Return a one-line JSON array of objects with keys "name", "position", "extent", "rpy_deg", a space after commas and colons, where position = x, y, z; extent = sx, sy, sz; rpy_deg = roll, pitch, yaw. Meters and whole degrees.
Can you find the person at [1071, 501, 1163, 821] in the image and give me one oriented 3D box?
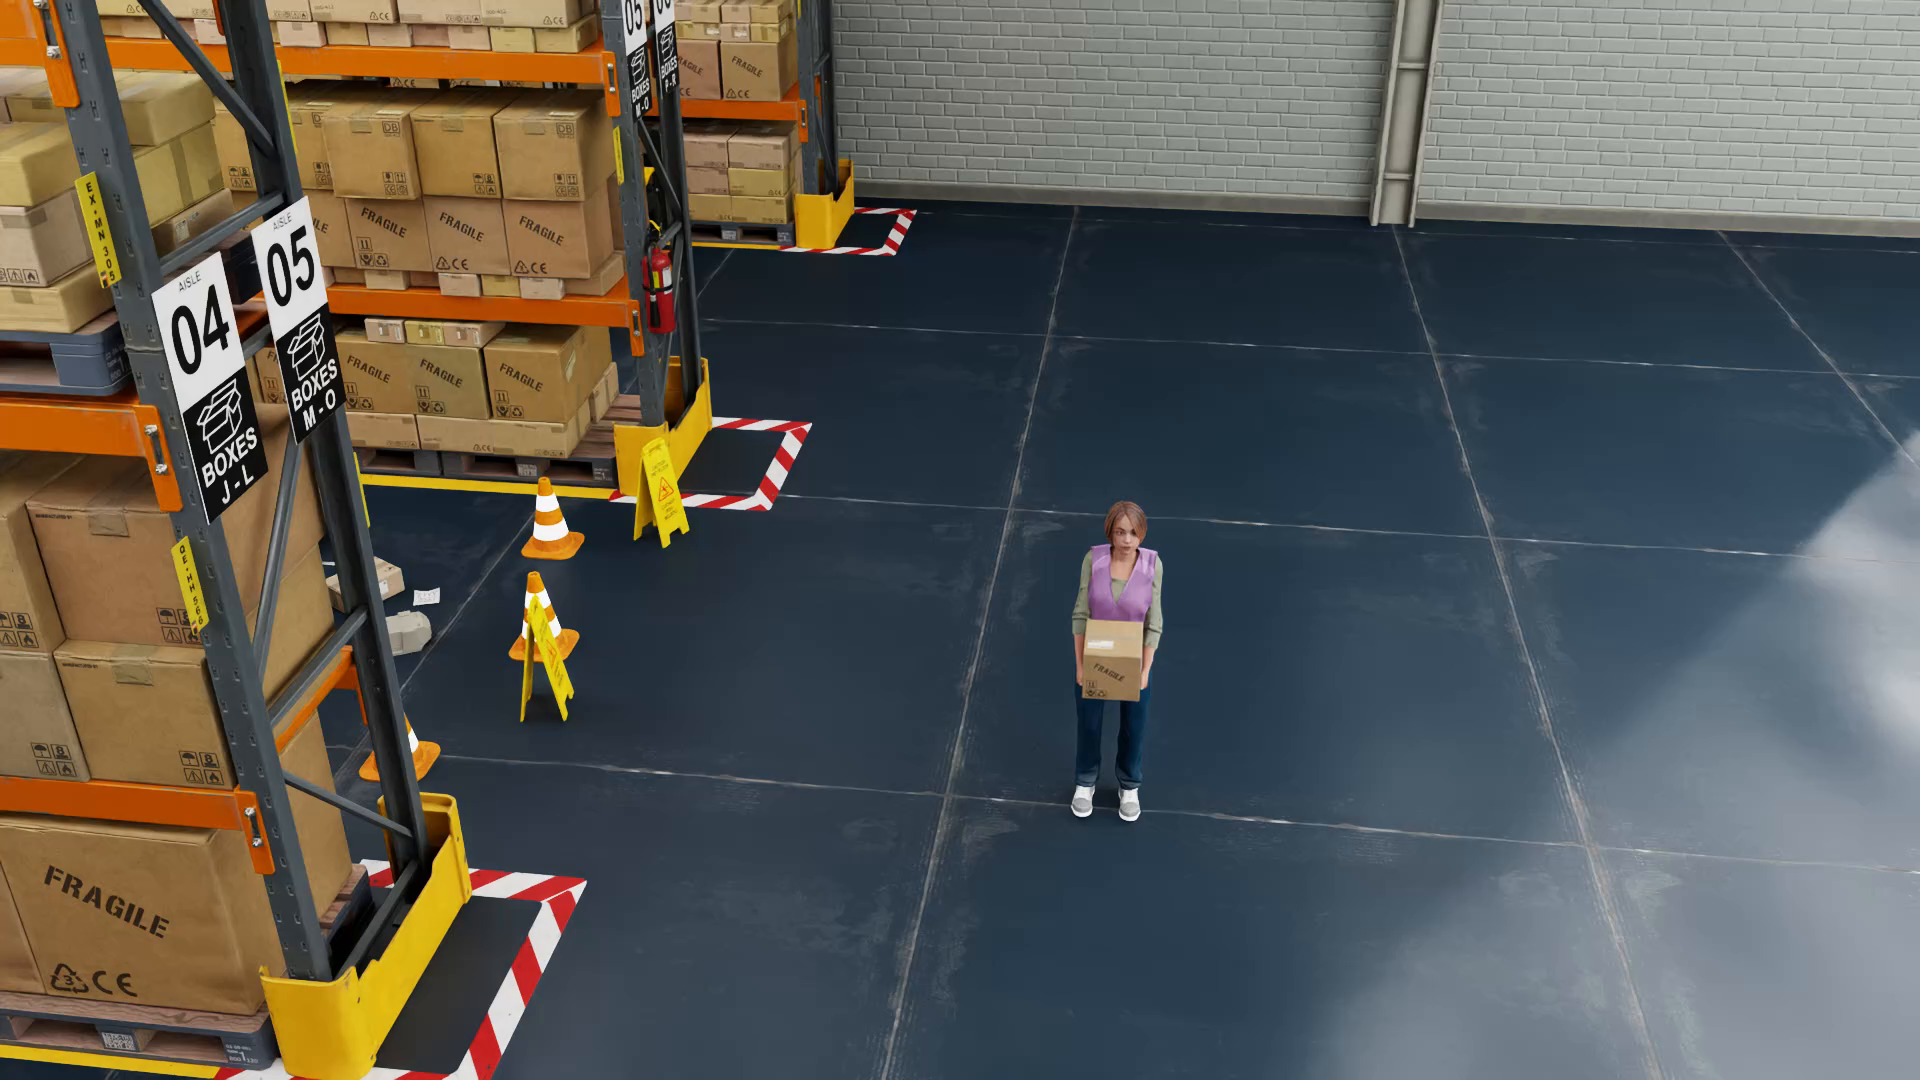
[{"name": "person", "position": [0.702, 0.598, 7.551], "extent": [0.408, 1.589, 0.498], "rpy_deg": [3, 29, 6]}]
